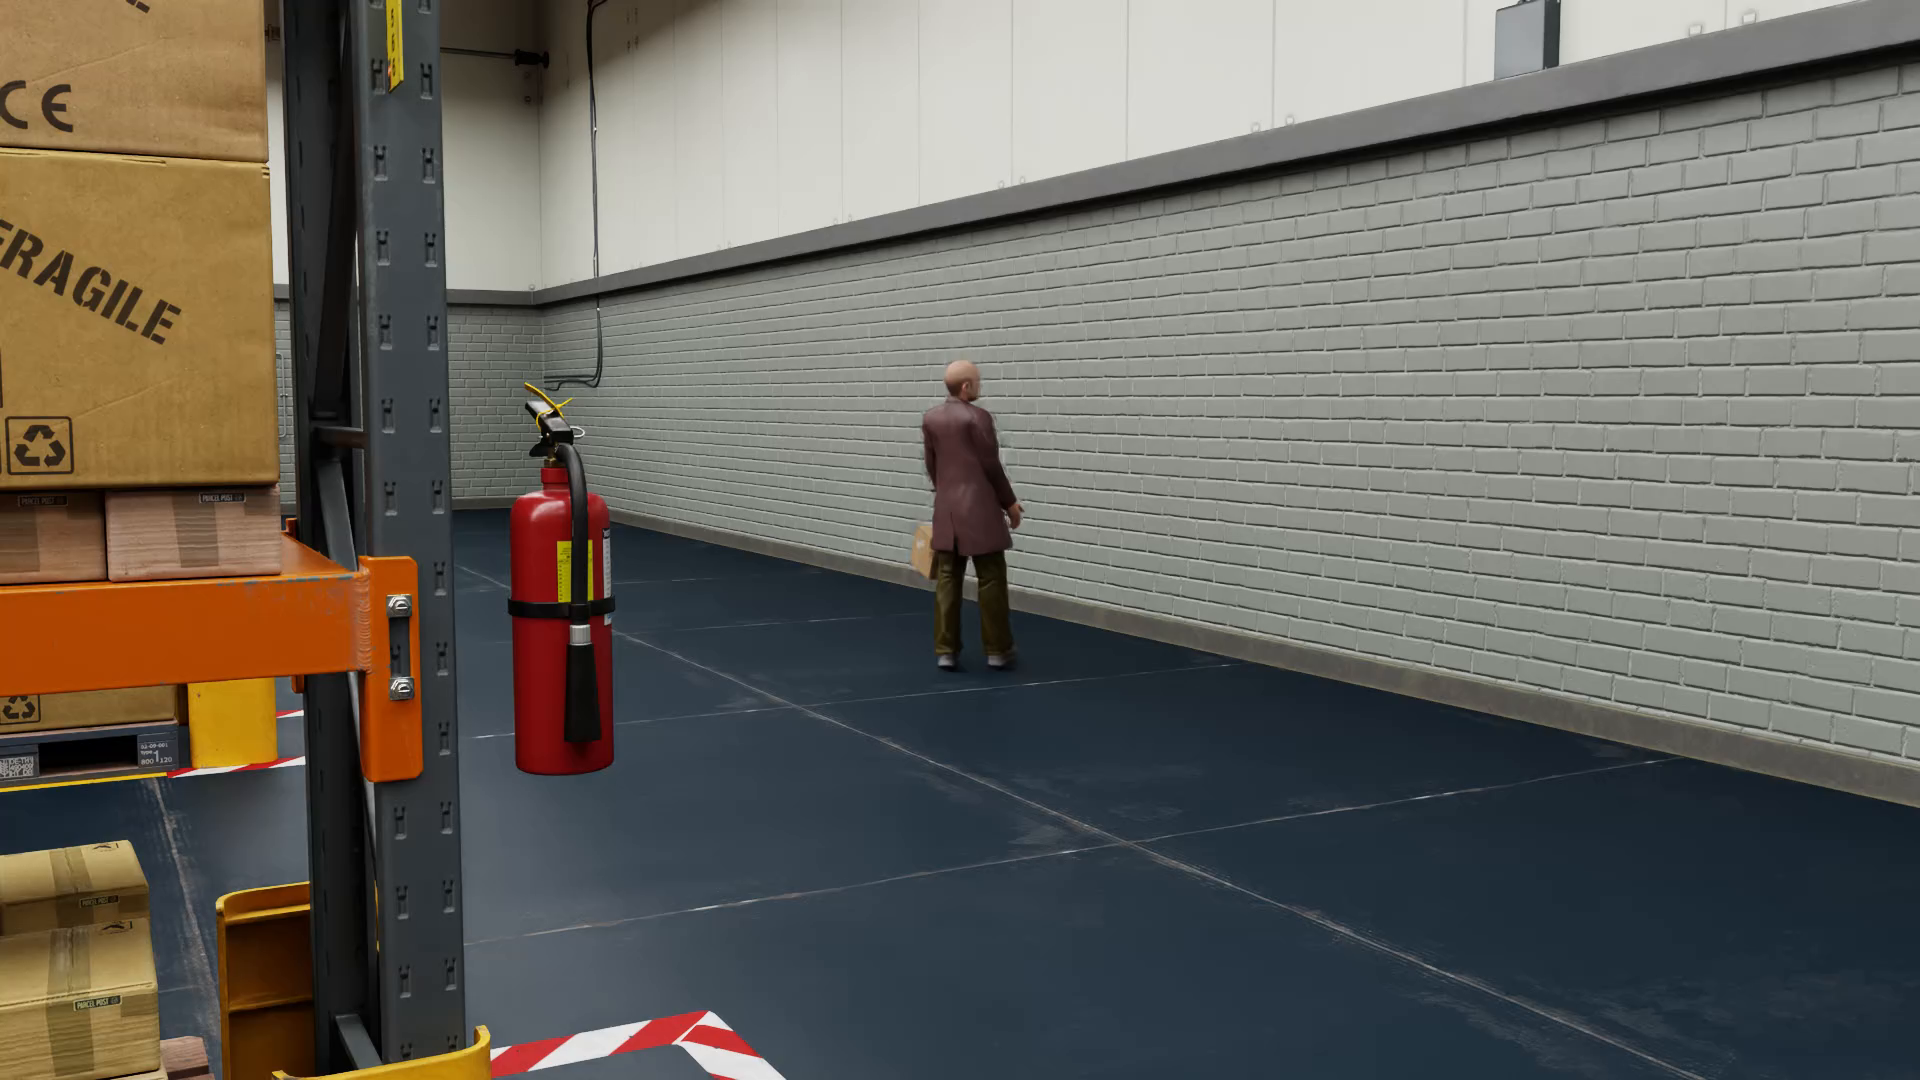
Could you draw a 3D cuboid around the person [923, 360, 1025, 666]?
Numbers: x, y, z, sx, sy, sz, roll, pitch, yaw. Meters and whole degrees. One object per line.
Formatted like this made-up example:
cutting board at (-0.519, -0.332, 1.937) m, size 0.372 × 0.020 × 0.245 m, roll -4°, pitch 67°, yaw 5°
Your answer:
person at (0.090, -0.155, 9.756) m, size 0.578 × 1.784 × 0.570 m, roll 4°, pitch 6°, yaw 40°
